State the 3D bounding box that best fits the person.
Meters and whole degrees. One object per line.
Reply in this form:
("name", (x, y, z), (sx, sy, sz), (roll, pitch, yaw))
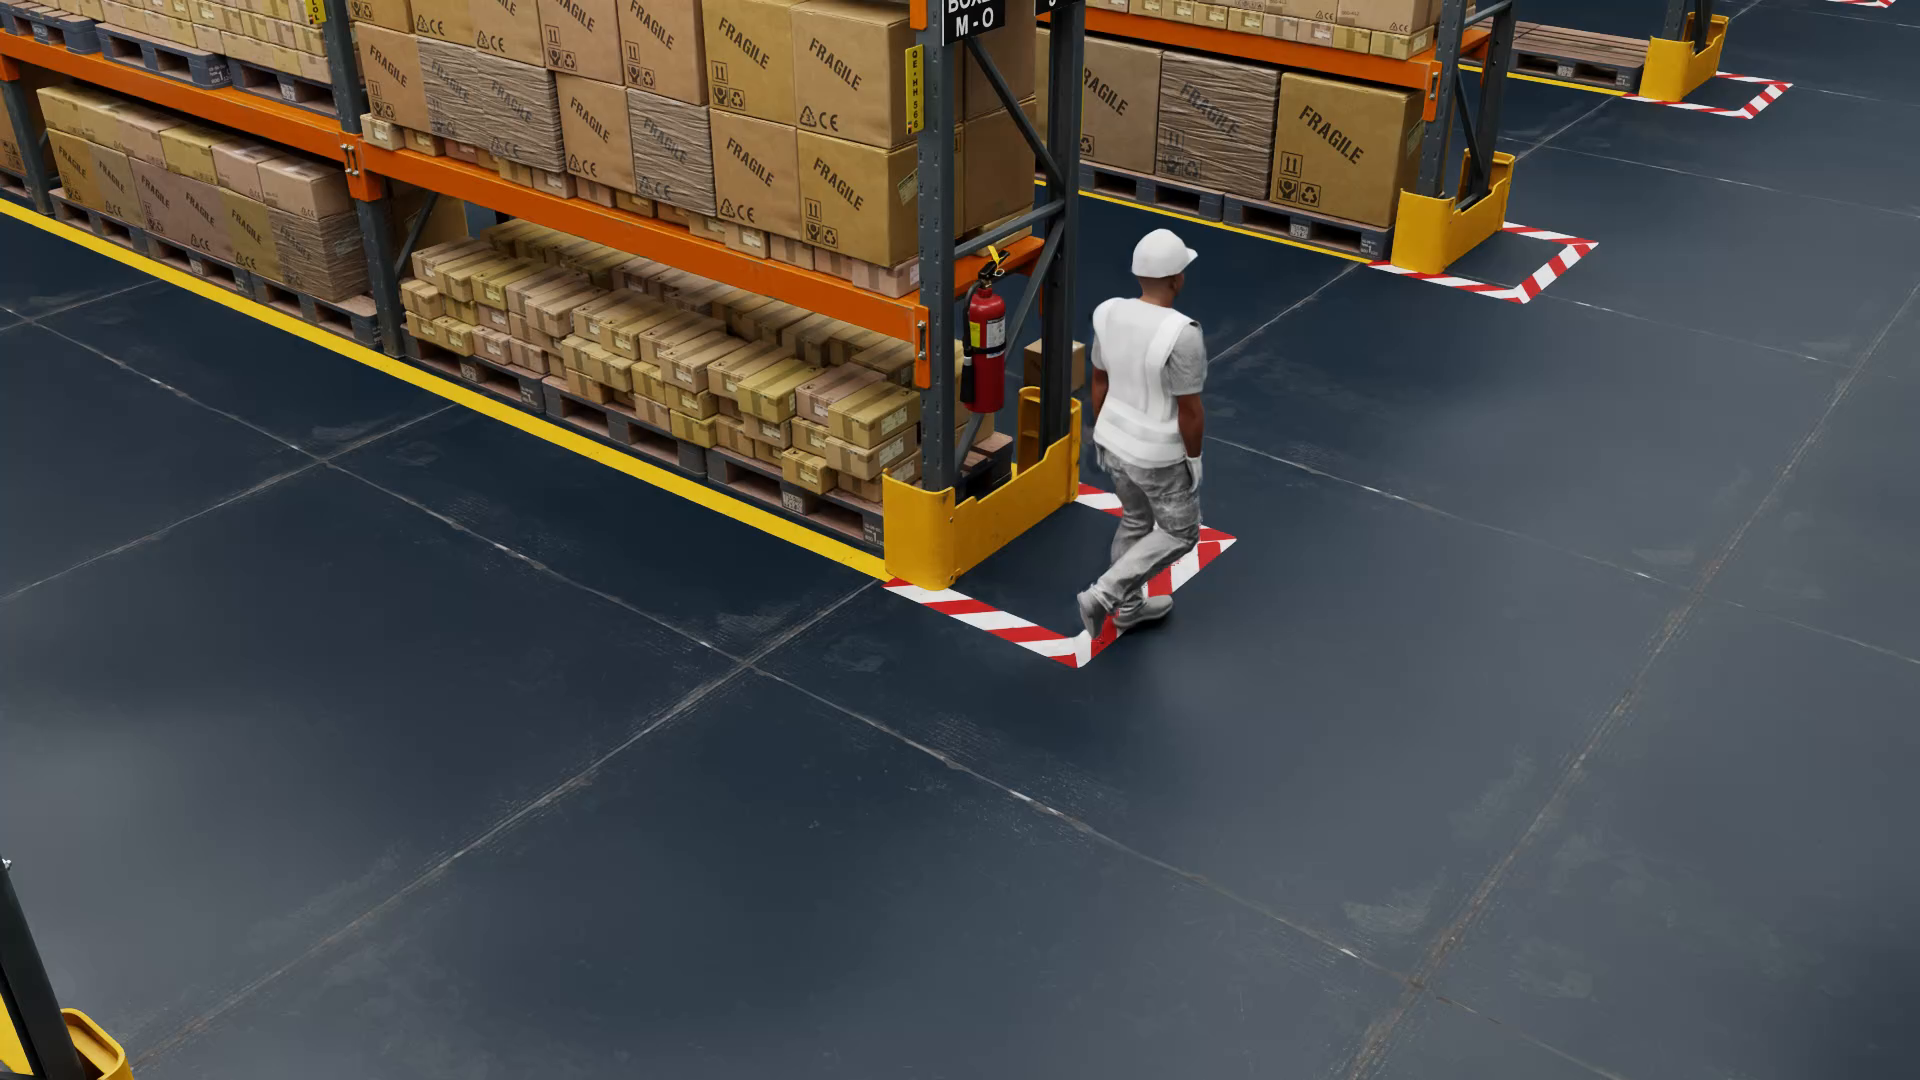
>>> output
("person", (0.699, -0.360, 6.678), (0.623, 1.773, 0.564), (-20, 36, -30))
